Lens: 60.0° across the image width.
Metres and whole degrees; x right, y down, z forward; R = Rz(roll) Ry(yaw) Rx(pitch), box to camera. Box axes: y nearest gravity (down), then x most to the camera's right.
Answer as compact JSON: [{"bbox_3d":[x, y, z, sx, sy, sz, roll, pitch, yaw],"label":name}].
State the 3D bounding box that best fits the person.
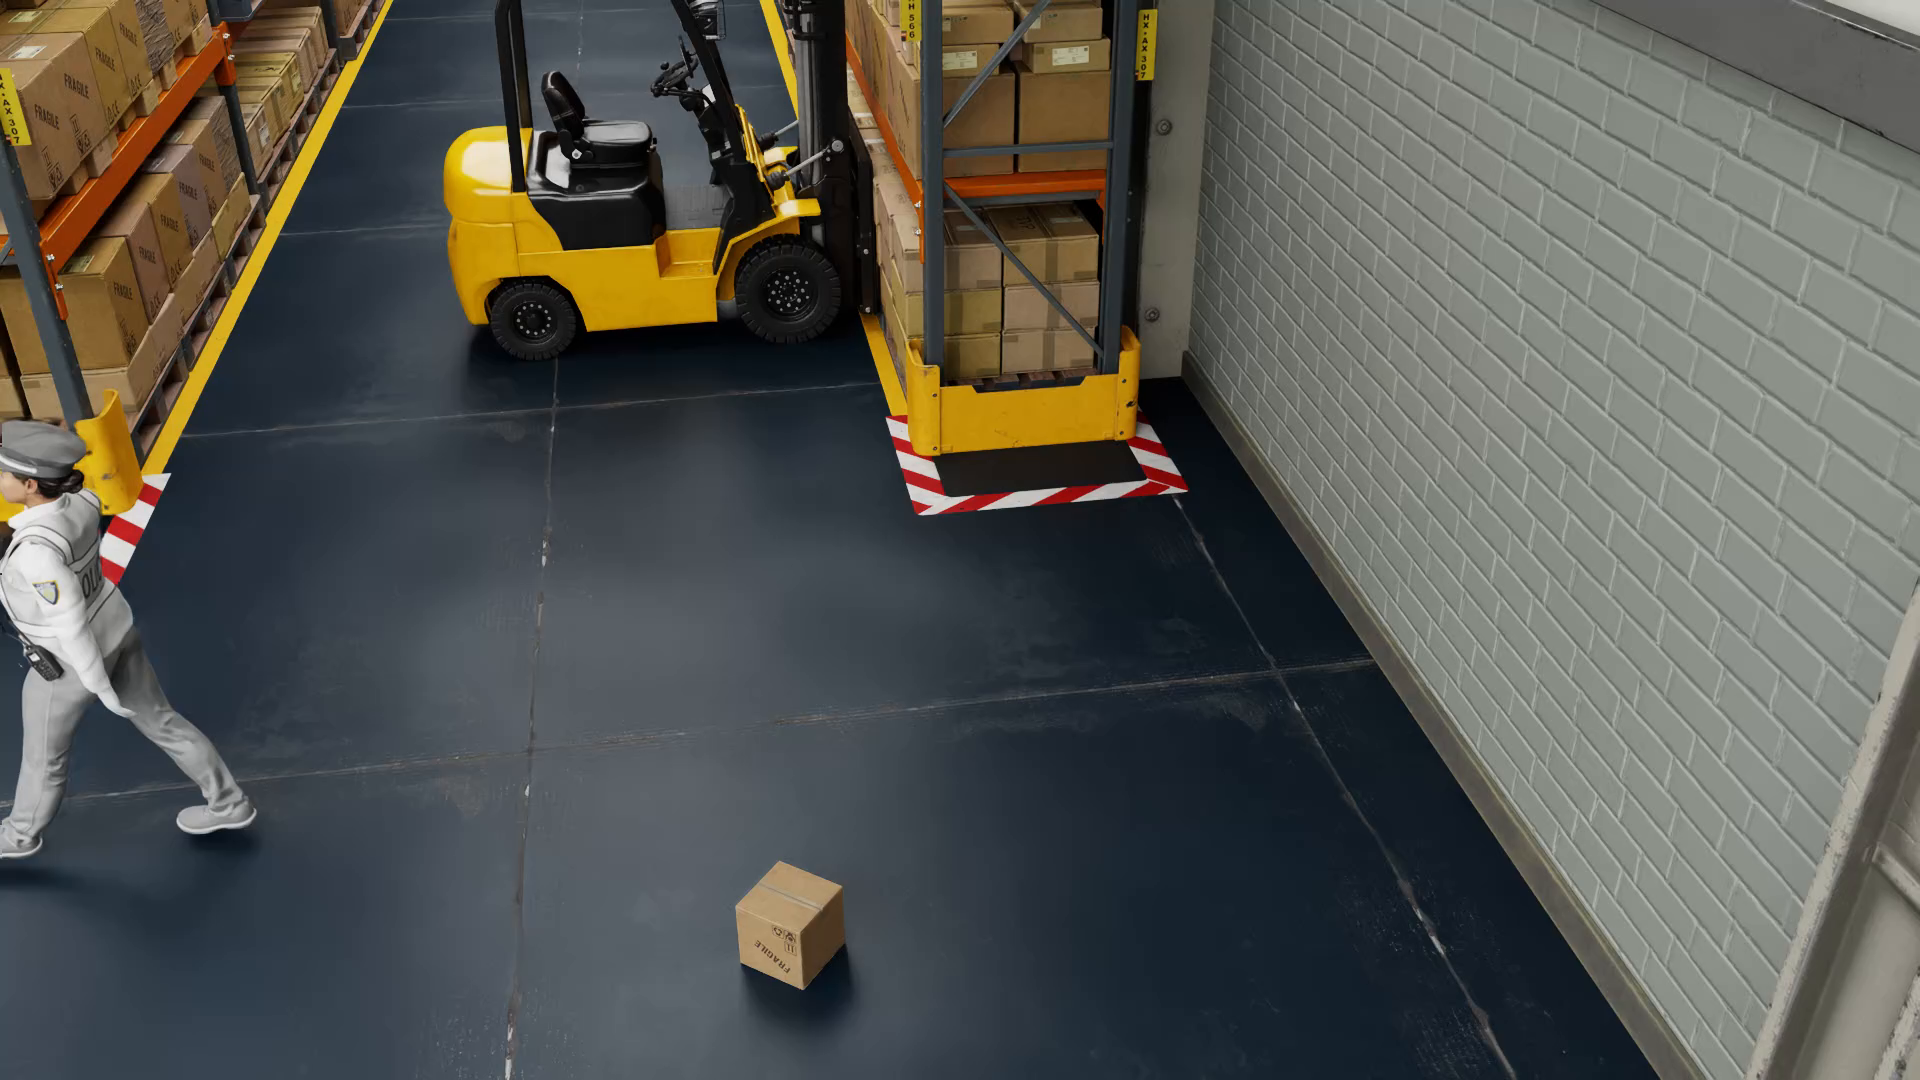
[{"bbox_3d":[-3.005,0.340,5.511,0.984,1.634,0.484,1,31,1],"label":"person"}]
